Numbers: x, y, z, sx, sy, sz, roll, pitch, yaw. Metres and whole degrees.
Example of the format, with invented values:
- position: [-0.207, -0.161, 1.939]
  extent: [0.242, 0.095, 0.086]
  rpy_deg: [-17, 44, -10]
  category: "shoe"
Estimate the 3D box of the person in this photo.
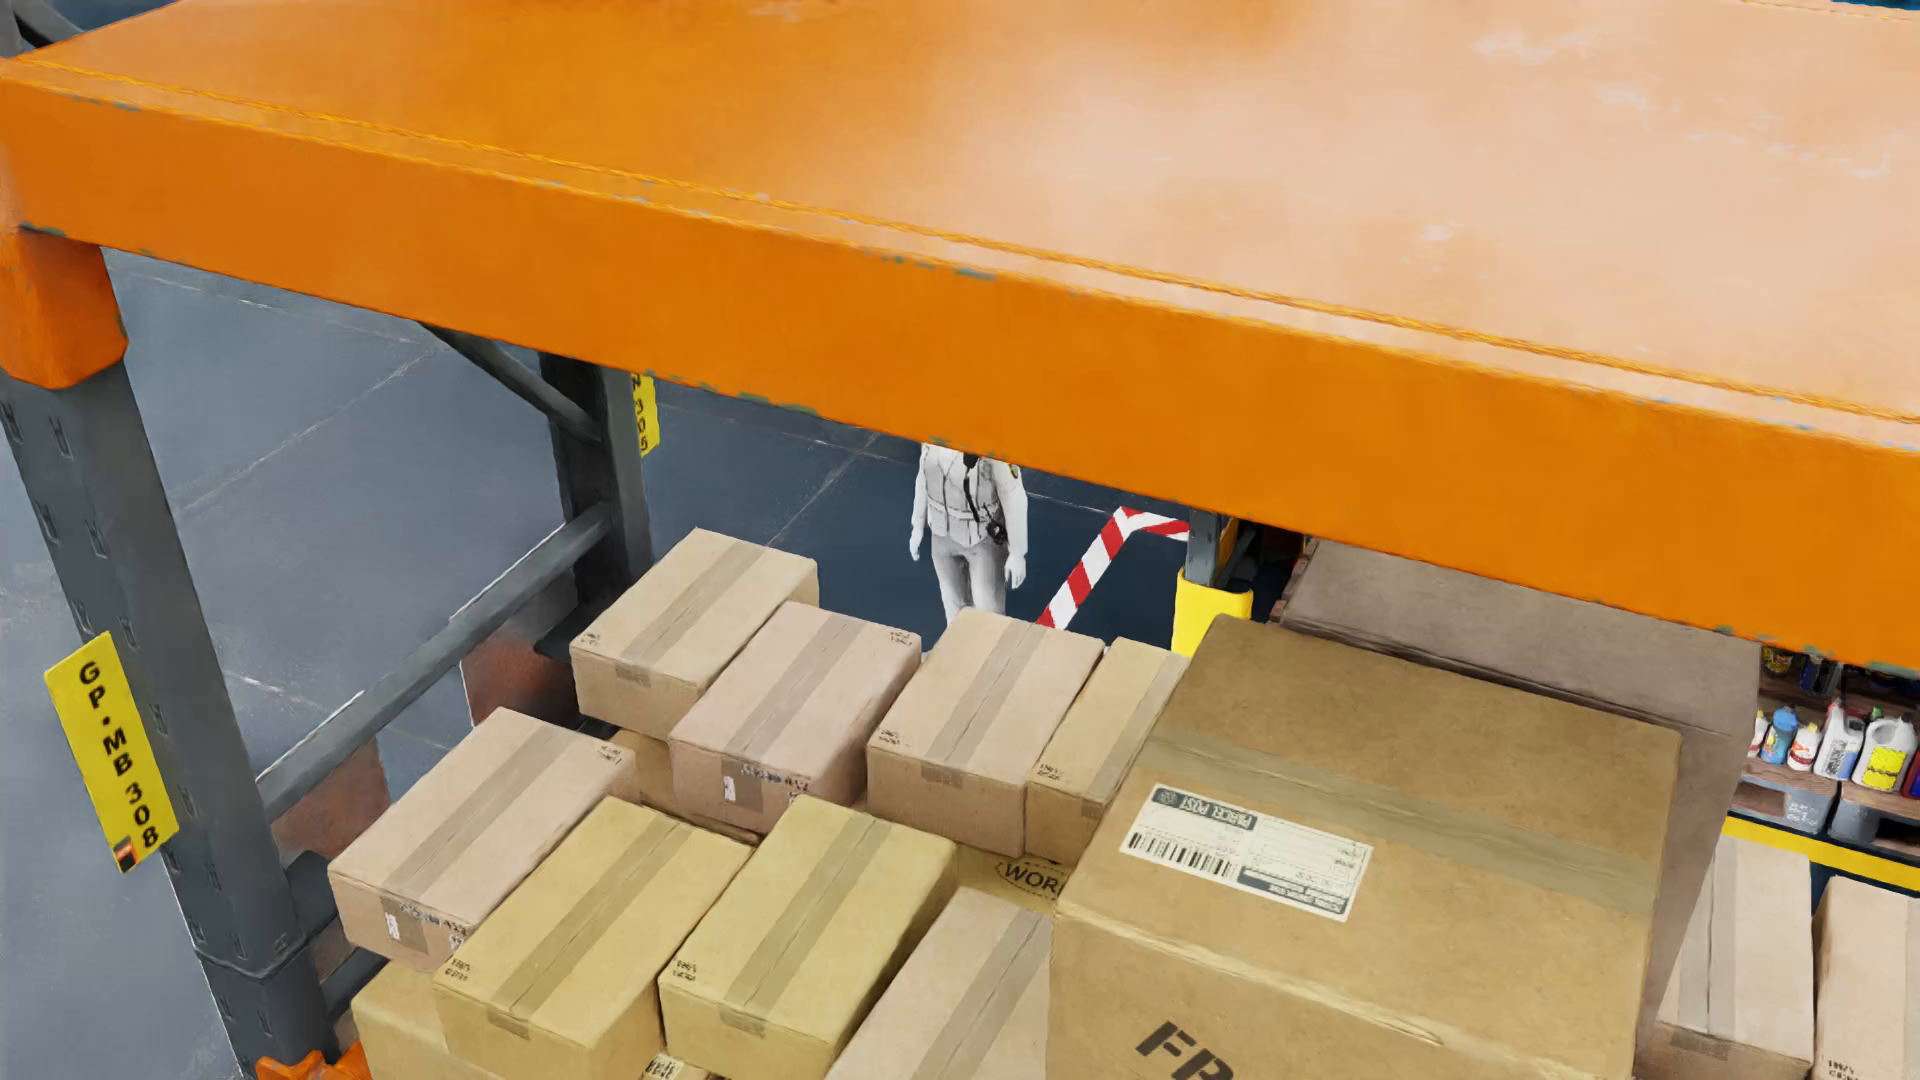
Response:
- position: [0.034, -0.020, 7.115]
  extent: [0.608, 1.689, 0.356]
  rpy_deg: [27, 42, 34]
  category: "person"
